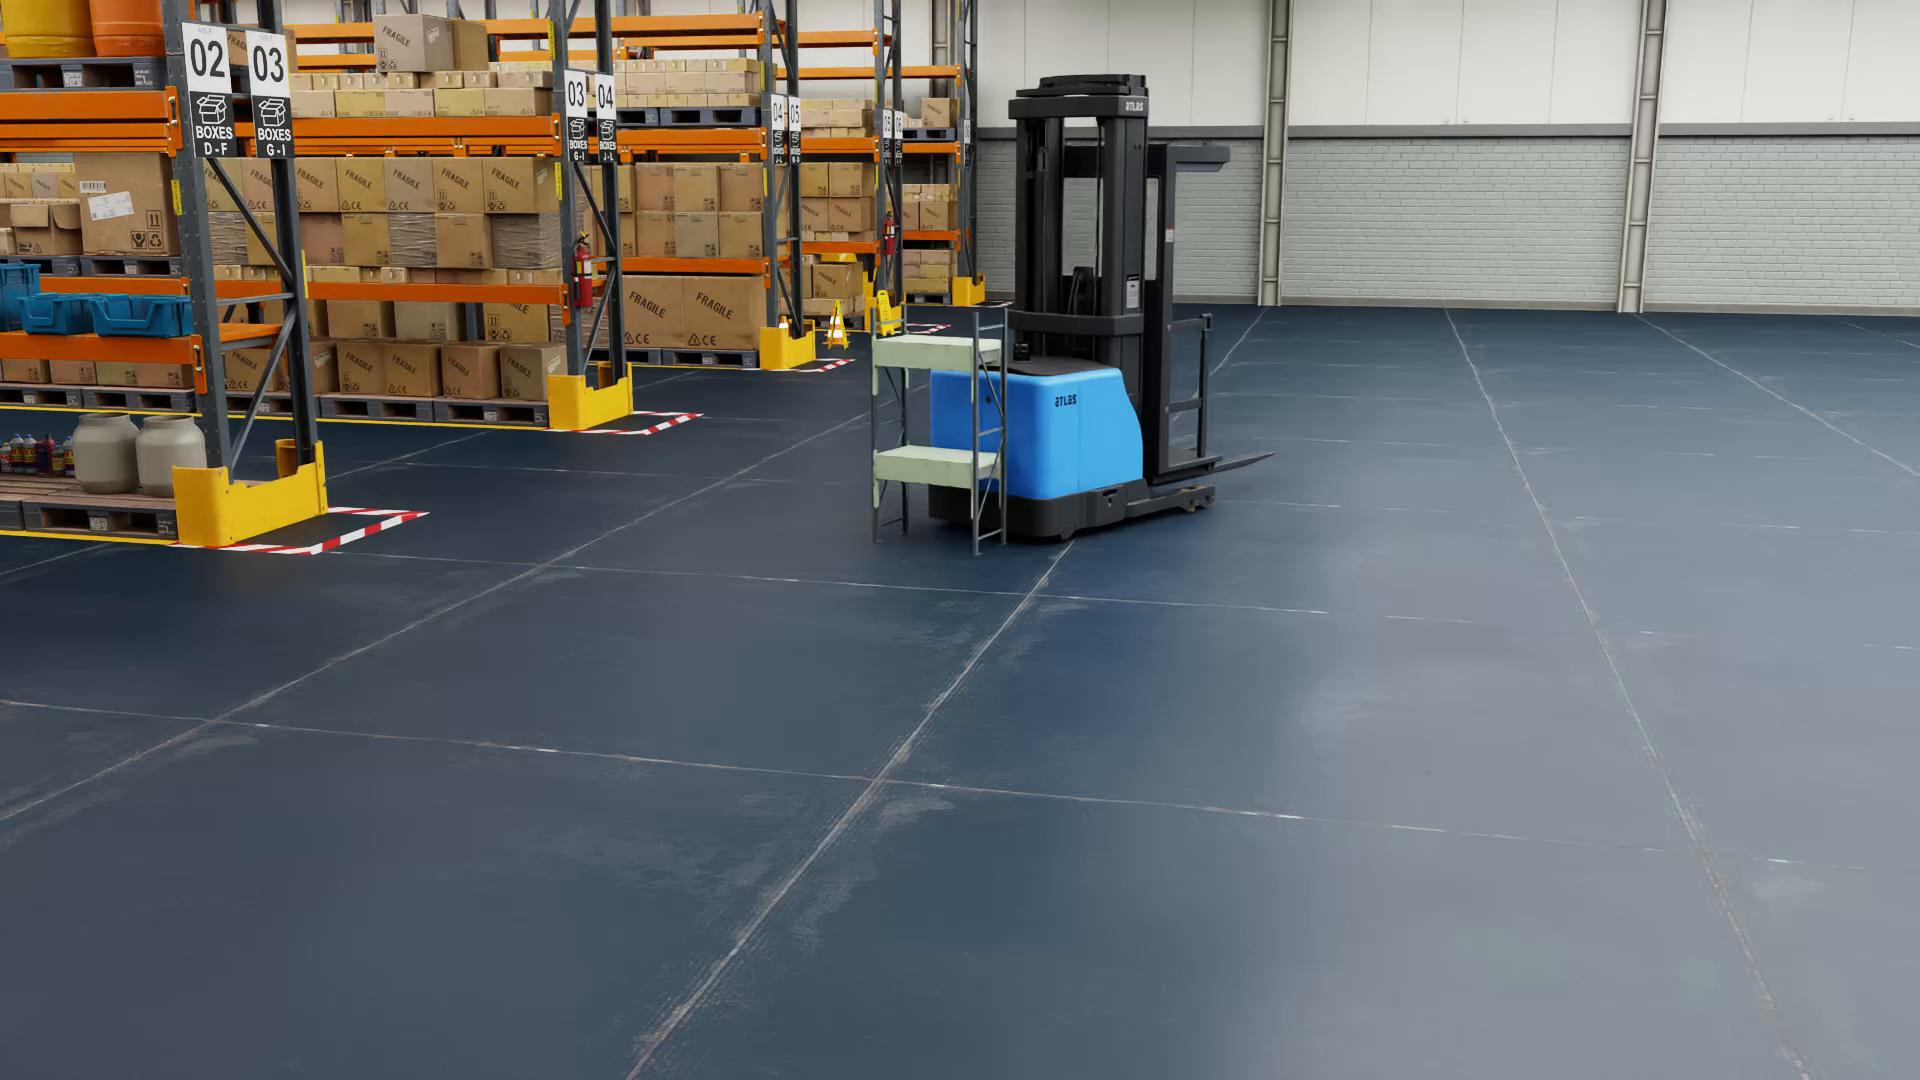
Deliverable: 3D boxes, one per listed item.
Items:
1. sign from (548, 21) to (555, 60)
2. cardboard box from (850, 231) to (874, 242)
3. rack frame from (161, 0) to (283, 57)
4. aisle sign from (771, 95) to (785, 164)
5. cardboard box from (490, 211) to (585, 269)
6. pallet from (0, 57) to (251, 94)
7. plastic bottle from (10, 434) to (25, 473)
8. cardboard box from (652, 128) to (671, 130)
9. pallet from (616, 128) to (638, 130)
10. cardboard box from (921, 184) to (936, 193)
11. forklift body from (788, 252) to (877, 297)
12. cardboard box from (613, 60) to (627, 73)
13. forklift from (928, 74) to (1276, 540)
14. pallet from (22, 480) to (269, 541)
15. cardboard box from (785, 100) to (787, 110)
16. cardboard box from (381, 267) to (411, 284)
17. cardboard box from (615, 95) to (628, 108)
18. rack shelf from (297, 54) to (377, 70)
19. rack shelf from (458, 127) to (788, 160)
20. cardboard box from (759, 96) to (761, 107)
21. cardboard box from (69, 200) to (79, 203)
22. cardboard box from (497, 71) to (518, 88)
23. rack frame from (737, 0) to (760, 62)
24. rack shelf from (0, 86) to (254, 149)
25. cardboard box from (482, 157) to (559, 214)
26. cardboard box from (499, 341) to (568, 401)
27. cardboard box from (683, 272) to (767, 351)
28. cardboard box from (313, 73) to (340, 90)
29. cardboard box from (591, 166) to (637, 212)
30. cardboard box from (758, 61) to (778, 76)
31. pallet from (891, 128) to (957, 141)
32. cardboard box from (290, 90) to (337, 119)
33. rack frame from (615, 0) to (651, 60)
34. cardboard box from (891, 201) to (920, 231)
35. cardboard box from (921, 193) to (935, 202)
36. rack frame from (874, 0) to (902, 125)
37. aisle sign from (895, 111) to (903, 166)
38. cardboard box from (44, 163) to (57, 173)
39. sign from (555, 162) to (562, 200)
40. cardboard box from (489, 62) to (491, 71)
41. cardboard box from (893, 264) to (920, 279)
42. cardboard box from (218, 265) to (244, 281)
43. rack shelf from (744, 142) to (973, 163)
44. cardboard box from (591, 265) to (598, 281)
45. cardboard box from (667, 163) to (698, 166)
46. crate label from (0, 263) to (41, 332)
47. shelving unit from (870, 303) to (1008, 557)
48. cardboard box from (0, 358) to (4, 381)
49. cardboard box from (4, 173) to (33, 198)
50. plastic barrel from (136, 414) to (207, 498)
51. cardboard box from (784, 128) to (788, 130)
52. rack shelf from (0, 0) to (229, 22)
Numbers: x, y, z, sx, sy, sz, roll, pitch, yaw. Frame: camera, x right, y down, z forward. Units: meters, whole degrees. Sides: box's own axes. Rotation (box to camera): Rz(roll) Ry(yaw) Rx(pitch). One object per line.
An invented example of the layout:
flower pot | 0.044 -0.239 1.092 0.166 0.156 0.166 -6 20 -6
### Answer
sign | -3.580 -4.378 14.571 0.005 0.325 0.100 3 13 14
cardboard box | -1.468 -4.533 24.818 0.250 0.149 0.380 4 13 15
rack frame | -4.614 -4.484 10.169 0.127 3.000 1.000 3 13 14
aisle sign | -2.144 -4.837 19.608 0.004 0.787 0.394 3 13 14
cardboard box | -3.955 -2.825 15.624 0.500 0.500 0.875 3 13 14
pallet | -5.394 -2.991 10.800 1.213 0.211 1.003 3 13 14
plastic bottle | -6.730 -0.621 11.889 0.097 0.271 0.097 0 13 0
cardboard box | -4.453 -6.136 25.122 0.250 0.149 0.380 3 13 14
pallet | -5.511 -6.315 25.782 1.003 0.211 1.213 3 13 14
cardboard box | -0.513 -6.216 29.410 0.250 0.149 0.380 3 13 14
forklift body | -2.146 -5.025 28.418 1.214 2.155 2.313 3 13 14
cardboard box | -4.030 -5.645 19.864 0.250 0.149 0.380 3 13 14
forklift | 1.153 -1.688 11.577 1.130 2.935 3.031 11 17 41
pallet | -5.487 -0.231 11.289 1.213 0.211 1.003 3 13 14
cardboard box | -2.415 -6.436 24.632 0.250 0.149 0.380 3 13 14
cardboard box | -5.235 -2.501 15.662 0.250 0.149 0.380 3 13 14
cardboard box | -4.026 -5.255 19.950 0.250 0.149 0.380 3 13 14
rack shelf | -10.762 -7.582 26.716 4.000 0.370 1.077 3 13 14
rack shelf | -4.083 -4.852 20.411 4.000 0.370 1.077 3 13 14
cardboard box | -2.397 -5.315 20.221 0.250 0.149 0.380 3 13 14
cardboard box | -11.484 -4.405 21.902 0.250 0.149 0.380 3 13 14
cardboard box | -3.997 -4.170 15.102 0.250 0.149 0.380 3 13 12
rack frame | -3.751 -8.861 29.897 0.127 3.000 1.000 3 13 14
rack shelf | -6.556 -2.772 11.039 4.000 0.370 1.077 3 13 14
cardboard box | -4.021 -3.256 15.256 0.500 0.500 0.500 3 13 14
cardboard box | -4.030 -1.617 15.900 0.500 0.500 0.500 6 14 24
cardboard box | -2.815 -2.824 20.471 0.875 0.875 0.875 3 13 14
cardboard box | -5.794 -4.249 15.459 0.250 0.149 0.380 3 13 12
cardboard box | -4.105 -4.329 20.482 0.500 0.550 0.875 3 13 14
cardboard box | -2.389 -5.704 20.130 0.250 0.149 0.380 3 13 14
pallet | -0.548 -7.188 29.486 1.213 0.211 1.003 3 13 14
cardboard box | -5.941 -4.064 15.547 0.500 0.250 0.500 3 13 11
rack frame | -4.937 -7.817 25.192 0.127 3.000 1.000 3 13 14
cardboard box | -0.910 -5.773 29.597 0.500 0.500 0.500 3 13 15
cardboard box | -0.527 -6.056 29.377 0.250 0.149 0.380 3 13 14
rack frame | -1.053 -7.610 24.256 0.127 3.000 1.000 3 13 14
aisle sign | -0.919 -6.012 24.904 0.004 0.787 0.394 3 13 14
cardboard box | -15.053 -6.218 27.796 0.250 0.149 0.380 3 13 14
sign | -3.580 -3.201 14.832 0.005 0.325 0.100 3 13 14
cardboard box | -5.753 -5.737 20.278 0.250 0.149 0.380 3 13 14
cardboard box | -0.899 -4.819 29.755 0.500 0.250 0.500 3 13 13
cardboard box | -6.935 -2.592 16.069 0.250 0.149 0.380 3 13 14
rack shelf | -1.809 -6.942 29.832 4.000 0.370 1.077 3 13 14
cardboard box | -3.647 -2.539 15.833 0.250 0.149 0.380 3 13 14
cardboard box | -4.071 -5.471 25.241 0.500 0.500 0.700 3 13 14
crate label | -6.466 -1.611 10.989 0.616 0.435 0.502 3 13 14
shelving unit | -0.132 -0.705 10.450 0.755 1.500 0.431 7 14 29
cardboard box | -9.998 -1.950 17.352 0.500 0.500 0.700 2 13 9
cardboard box | -15.686 -5.938 28.033 0.500 0.500 0.500 3 13 12
plastic barrel | -5.272 -0.564 11.124 0.421 0.512 0.421 0 13 0
cardboard box | -2.449 -6.039 24.684 0.250 0.149 0.380 3 13 13
rack shelf | -9.253 -5.290 16.388 4.000 0.370 1.077 3 13 14
